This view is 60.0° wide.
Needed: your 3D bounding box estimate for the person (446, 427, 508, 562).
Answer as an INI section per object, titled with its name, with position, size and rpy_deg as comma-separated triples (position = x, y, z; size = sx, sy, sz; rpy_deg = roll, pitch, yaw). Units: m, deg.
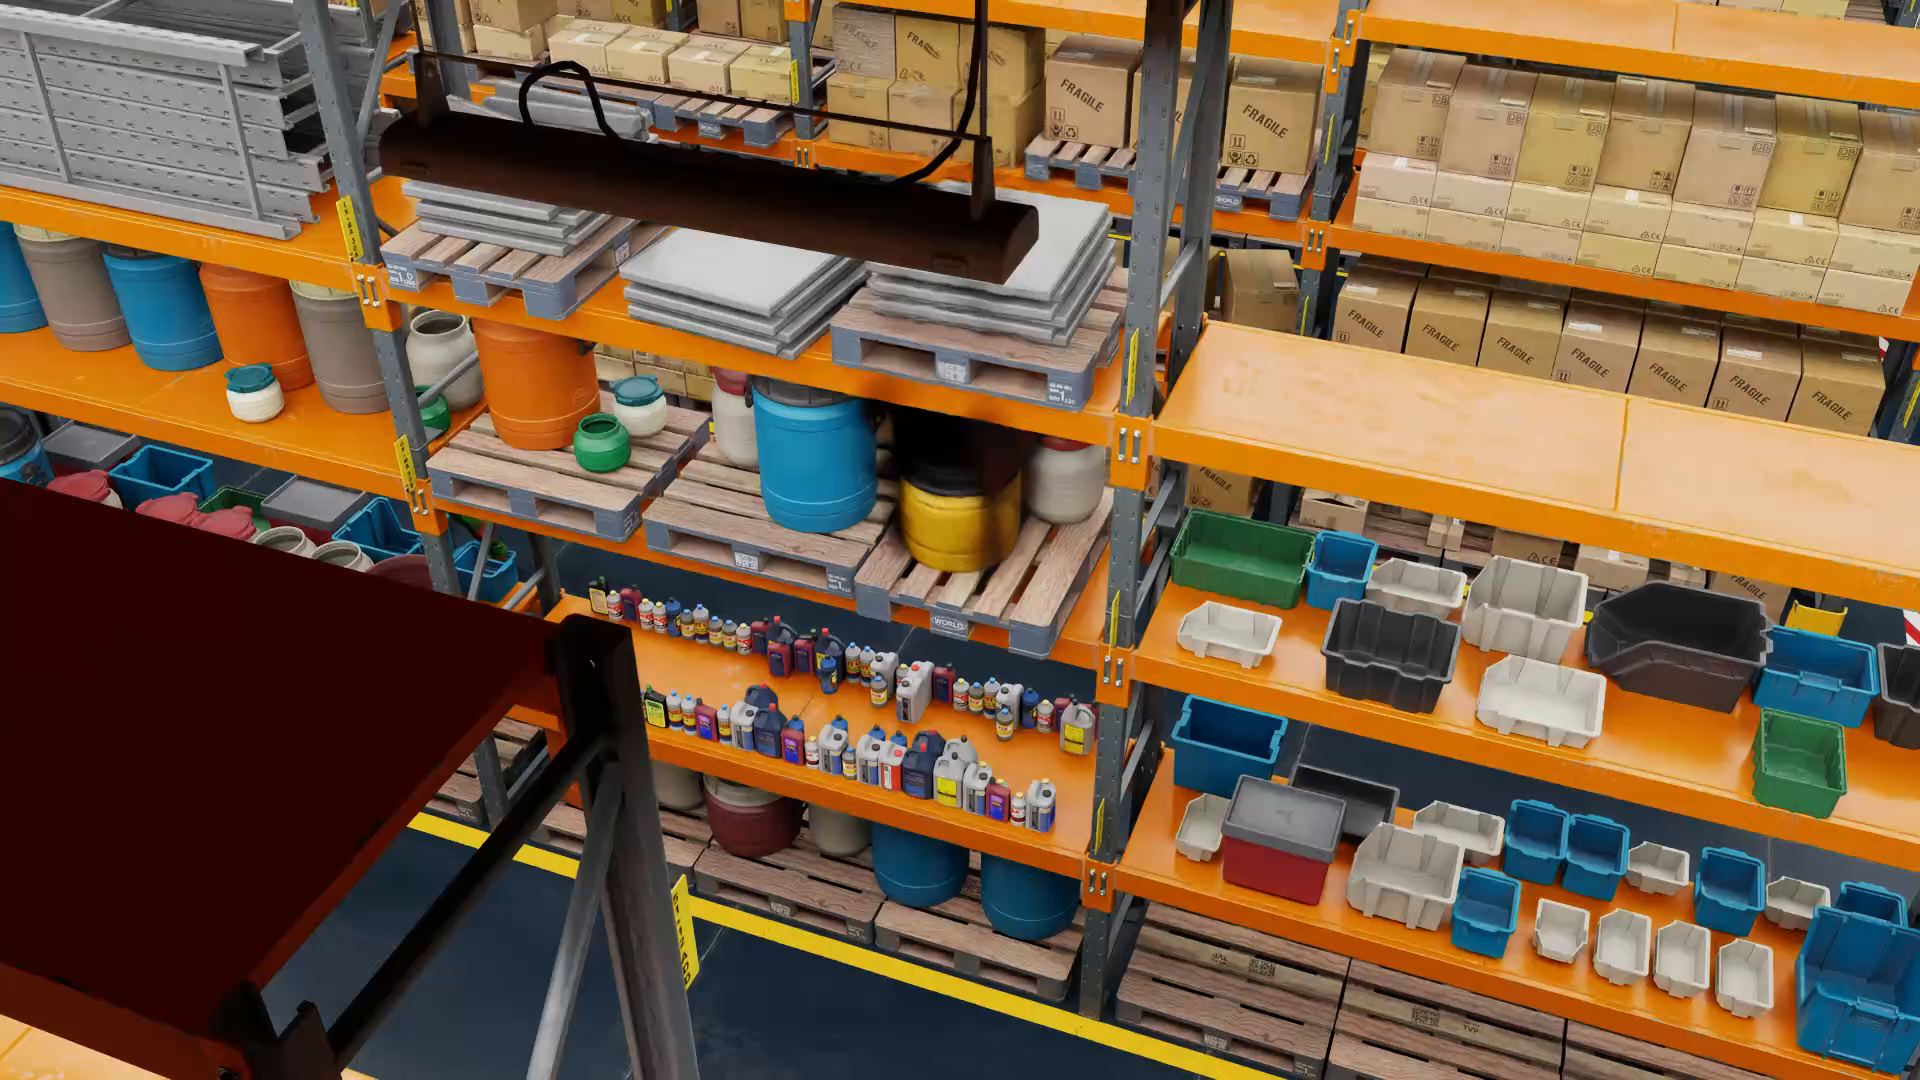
[person]
position = -3.927, -0.545, 12.619
size = 0.875, 1.844, 0.643
rpy_deg = 5, 37, 7
